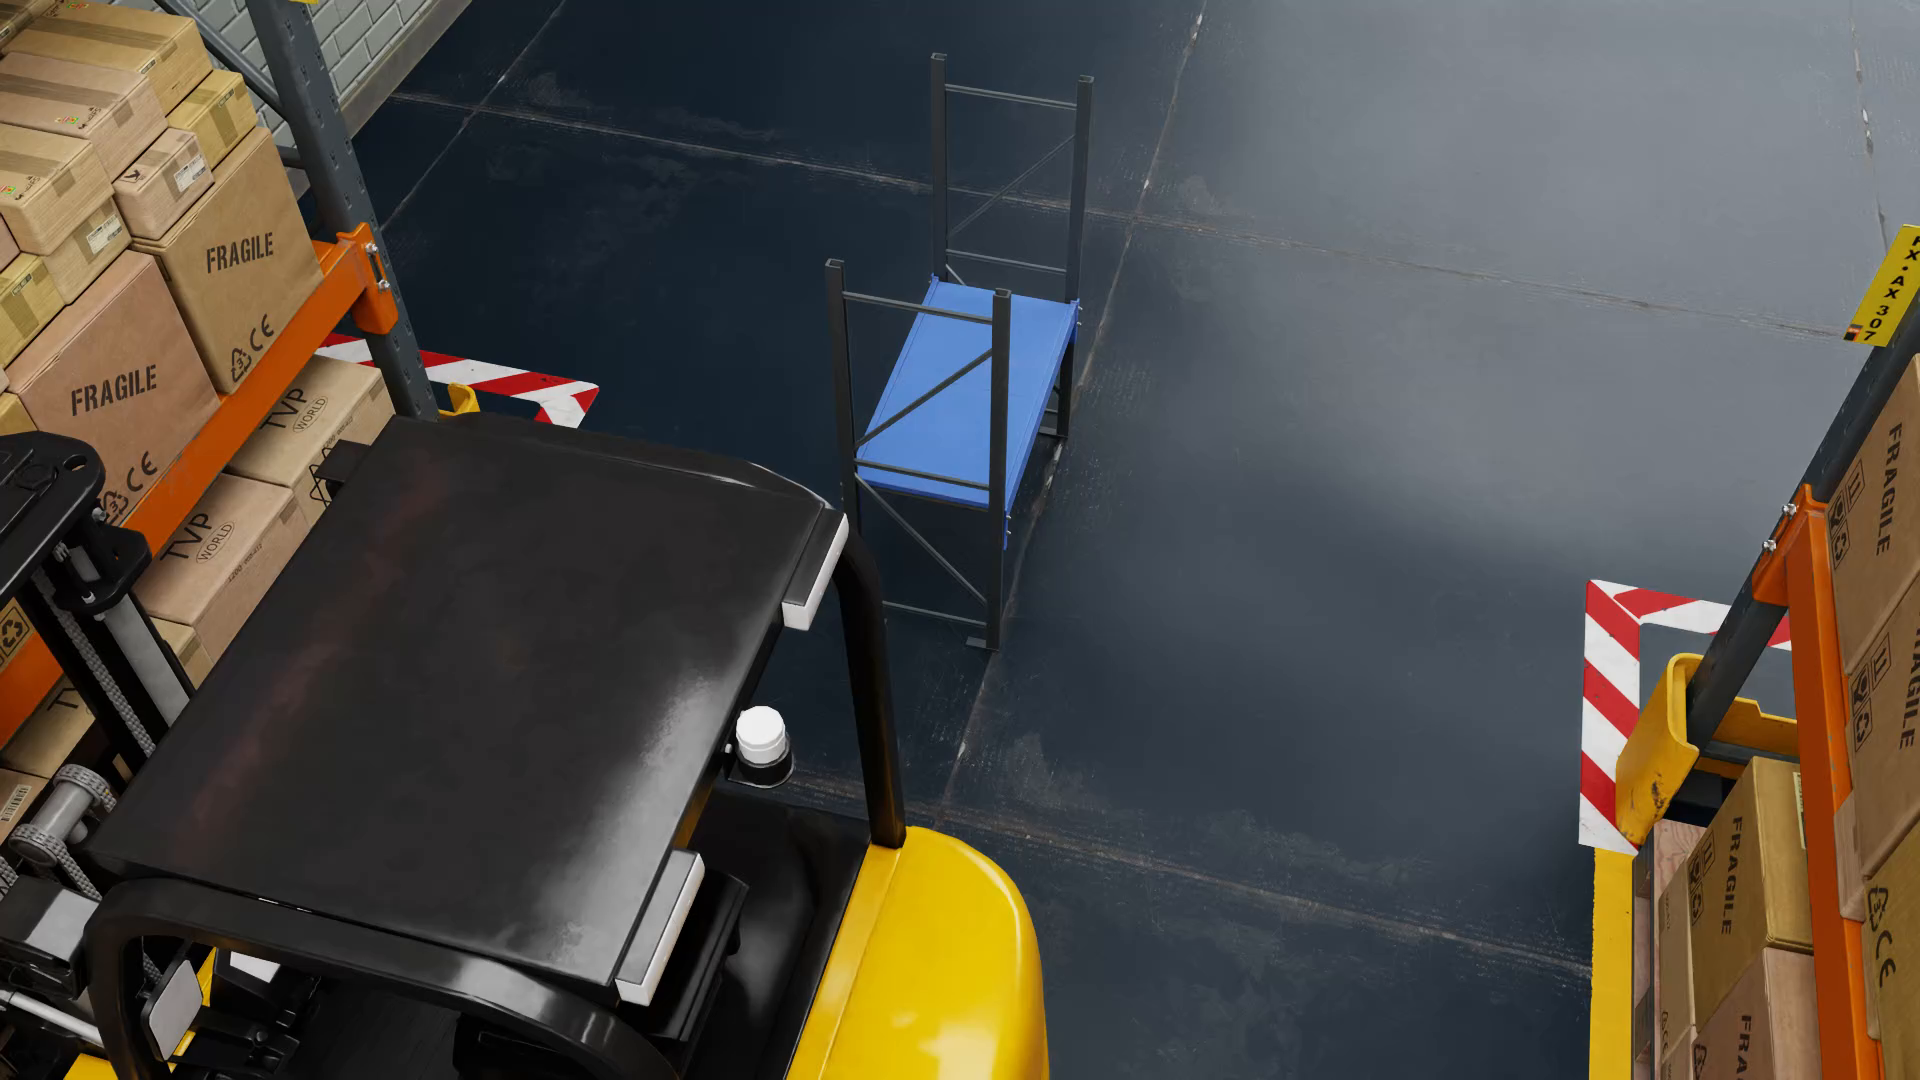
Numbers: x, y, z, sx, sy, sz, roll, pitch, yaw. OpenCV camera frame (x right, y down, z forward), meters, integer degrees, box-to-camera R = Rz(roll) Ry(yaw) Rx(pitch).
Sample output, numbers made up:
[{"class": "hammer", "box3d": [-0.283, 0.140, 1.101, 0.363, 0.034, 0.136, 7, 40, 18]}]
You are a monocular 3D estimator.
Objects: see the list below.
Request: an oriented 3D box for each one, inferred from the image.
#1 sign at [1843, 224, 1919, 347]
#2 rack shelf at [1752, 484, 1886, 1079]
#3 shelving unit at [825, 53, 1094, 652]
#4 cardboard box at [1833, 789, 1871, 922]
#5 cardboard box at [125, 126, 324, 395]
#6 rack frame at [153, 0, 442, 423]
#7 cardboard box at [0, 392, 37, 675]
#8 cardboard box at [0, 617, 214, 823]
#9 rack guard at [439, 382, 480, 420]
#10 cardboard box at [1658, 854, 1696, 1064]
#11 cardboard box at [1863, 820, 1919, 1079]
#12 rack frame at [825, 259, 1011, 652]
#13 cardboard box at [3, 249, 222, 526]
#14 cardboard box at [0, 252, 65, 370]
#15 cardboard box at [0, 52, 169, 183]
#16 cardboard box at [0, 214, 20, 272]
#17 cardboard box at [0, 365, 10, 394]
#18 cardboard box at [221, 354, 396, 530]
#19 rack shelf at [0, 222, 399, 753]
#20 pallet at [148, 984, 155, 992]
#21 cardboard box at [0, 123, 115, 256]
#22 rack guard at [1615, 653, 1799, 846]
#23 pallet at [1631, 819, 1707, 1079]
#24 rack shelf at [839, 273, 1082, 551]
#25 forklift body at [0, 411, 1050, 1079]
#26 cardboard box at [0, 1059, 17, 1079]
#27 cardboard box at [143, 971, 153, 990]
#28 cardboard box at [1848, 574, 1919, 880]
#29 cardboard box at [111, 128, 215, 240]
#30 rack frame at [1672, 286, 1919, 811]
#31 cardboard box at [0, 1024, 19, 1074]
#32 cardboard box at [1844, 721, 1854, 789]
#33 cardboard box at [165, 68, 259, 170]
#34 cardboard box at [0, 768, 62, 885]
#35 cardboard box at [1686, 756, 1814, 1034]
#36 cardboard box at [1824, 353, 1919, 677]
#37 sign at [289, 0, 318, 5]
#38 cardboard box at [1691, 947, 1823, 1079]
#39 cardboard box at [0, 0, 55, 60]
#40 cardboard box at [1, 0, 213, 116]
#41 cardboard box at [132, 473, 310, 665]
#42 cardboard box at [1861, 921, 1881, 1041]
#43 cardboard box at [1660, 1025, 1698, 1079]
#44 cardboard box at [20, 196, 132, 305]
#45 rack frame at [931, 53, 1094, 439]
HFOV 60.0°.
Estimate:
[{"class": "sign", "box3d": [2.061, -0.556, 3.662, 0.100, 0.325, 0.005, 12, 50, 10]}, {"class": "rack shelf", "box3d": [2.058, 1.522, 2.886, 1.077, 0.370, 4.000, 12, 50, 10]}, {"class": "shelving unit", "box3d": [0.022, -0.558, 5.242, 0.538, 1.500, 1.048, 12, 50, 10]}, {"class": "cardboard box", "box3d": [1.984, 0.661, 3.333, 0.380, 0.149, 0.250, 12, 50, 11]}, {"class": "cardboard box", "box3d": [-2.081, -0.764, 4.357, 0.500, 0.500, 0.500, 11, 49, 9]}, {"class": "rack frame", "box3d": [-2.205, -1.139, 4.755, 1.000, 3.000, 0.127, 12, 50, 10]}, {"class": "cardboard box", "box3d": [-2.361, -0.020, 3.701, 0.500, 0.500, 0.500, 11, 49, 9]}, {"class": "cardboard box", "box3d": [-2.277, 0.433, 4.254, 0.500, 0.250, 0.500, 12, 50, 11]}, {"class": "rack guard", "box3d": [-2.199, -0.329, 5.707, 1.175, 0.500, 0.348, 12, 50, 10]}, {"class": "cardboard box", "box3d": [2.106, 1.137, 4.299, 0.500, 0.250, 0.500, 11, 50, 10]}, {"class": "cardboard box", "box3d": [1.926, 0.738, 2.833, 0.500, 0.500, 0.500, 11, 49, 9]}, {"class": "rack frame", "box3d": [-0.111, -0.190, 4.918, 0.500, 1.500, 0.032, 12, 50, 10]}, {"class": "cardboard box", "box3d": [-2.227, -0.391, 4.028, 0.500, 0.500, 0.500, 13, 50, 11]}, {"class": "cardboard box", "box3d": [-2.268, -0.537, 3.724, 0.380, 0.149, 0.250, 11, 50, 10]}, {"class": "cardboard box", "box3d": [-2.131, -1.000, 3.934, 0.380, 0.149, 0.250, 12, 50, 10]}, {"class": "cardboard box", "box3d": [-2.311, -0.640, 3.617, 0.380, 0.149, 0.250, 12, 50, 10]}, {"class": "cardboard box", "box3d": [-2.293, -0.335, 3.546, 0.380, 0.149, 0.250, 10, 49, 9]}, {"class": "cardboard box", "box3d": [-2.025, -0.304, 4.905, 0.500, 0.250, 0.500, 13, 50, 11]}, {"class": "rack shelf", "box3d": [-2.731, 0.546, 3.748, 1.077, 0.370, 4.000, 12, 50, 10]}, {"class": "pallet", "box3d": [-2.689, 1.225, 4.528, 1.003, 0.211, 1.213, 12, 50, 10]}, {"class": "cardboard box", "box3d": [-2.174, -0.805, 3.763, 0.380, 0.149, 0.250, 13, 50, 11]}, {"class": "rack guard", "box3d": [2.565, 0.720, 4.781, 1.175, 0.500, 0.348, 12, 50, 10]}, {"class": "pallet", "box3d": [2.317, 1.396, 4.377, 1.003, 0.211, 1.213, 12, 50, 10]}, {"class": "rack shelf", "box3d": [0.022, -0.439, 5.377, 0.538, 0.185, 1.000, 12, 50, 10]}, {"class": "forklift body", "box3d": [-0.944, 0.873, 3.545, 2.313, 2.155, 1.214, 12, 50, 10]}, {"class": "cardboard box", "box3d": [-2.558, 1.345, 3.783, 0.500, 0.250, 0.500, 11, 50, 10]}, {"class": "cardboard box", "box3d": [-2.419, 1.132, 4.304, 0.500, 0.250, 0.500, 13, 50, 11]}, {"class": "cardboard box", "box3d": [2.059, 0.369, 3.158, 0.500, 0.500, 0.500, 13, 50, 11]}, {"class": "cardboard box", "box3d": [-2.064, -0.890, 4.036, 0.380, 0.149, 0.250, 12, 50, 11]}, {"class": "rack frame", "box3d": [2.585, -0.162, 3.893, 1.000, 3.000, 0.127, 12, 50, 10]}, {"class": "cardboard box", "box3d": [-2.425, 0.979, 4.105, 0.500, 0.250, 0.500, 11, 50, 10]}, {"class": "cardboard box", "box3d": [2.095, 0.487, 3.487, 0.380, 0.149, 0.250, 10, 49, 9]}, {"class": "cardboard box", "box3d": [-2.026, -1.081, 4.204, 0.380, 0.149, 0.250, 12, 50, 11]}, {"class": "cardboard box", "box3d": [-2.418, 0.798, 3.932, 0.500, 0.250, 0.500, 11, 49, 9]}, {"class": "cardboard box", "box3d": [2.100, 0.907, 4.003, 0.500, 0.500, 0.500, 10, 49, 9]}, {"class": "cardboard box", "box3d": [2.193, -0.006, 3.490, 0.500, 0.500, 0.500, 11, 49, 9]}, {"class": "sign", "box3d": [-1.685, -1.484, 4.128, 0.100, 0.325, 0.005, 12, 50, 10]}, {"class": "cardboard box", "box3d": [1.967, 1.286, 3.668, 0.500, 0.500, 0.500, 10, 49, 9]}, {"class": "cardboard box", "box3d": [-2.499, -1.285, 4.185, 0.380, 0.149, 0.250, 11, 49, 9]}, {"class": "cardboard box", "box3d": [-2.096, -1.185, 4.097, 0.380, 0.149, 0.250, 12, 50, 10]}, {"class": "cardboard box", "box3d": [-2.154, 0.066, 4.578, 0.500, 0.250, 0.500, 12, 50, 11]}, {"class": "cardboard box", "box3d": [1.948, 0.855, 3.162, 0.380, 0.149, 0.250, 13, 50, 11]}, {"class": "cardboard box", "box3d": [1.964, 1.505, 3.975, 0.500, 0.250, 0.500, 13, 50, 11]}, {"class": "cardboard box", "box3d": [-2.192, -0.714, 3.881, 0.380, 0.149, 0.250, 12, 50, 11]}, {"class": "rack frame", "box3d": [0.156, -0.926, 5.567, 0.500, 1.500, 0.032, 12, 50, 10]}]
